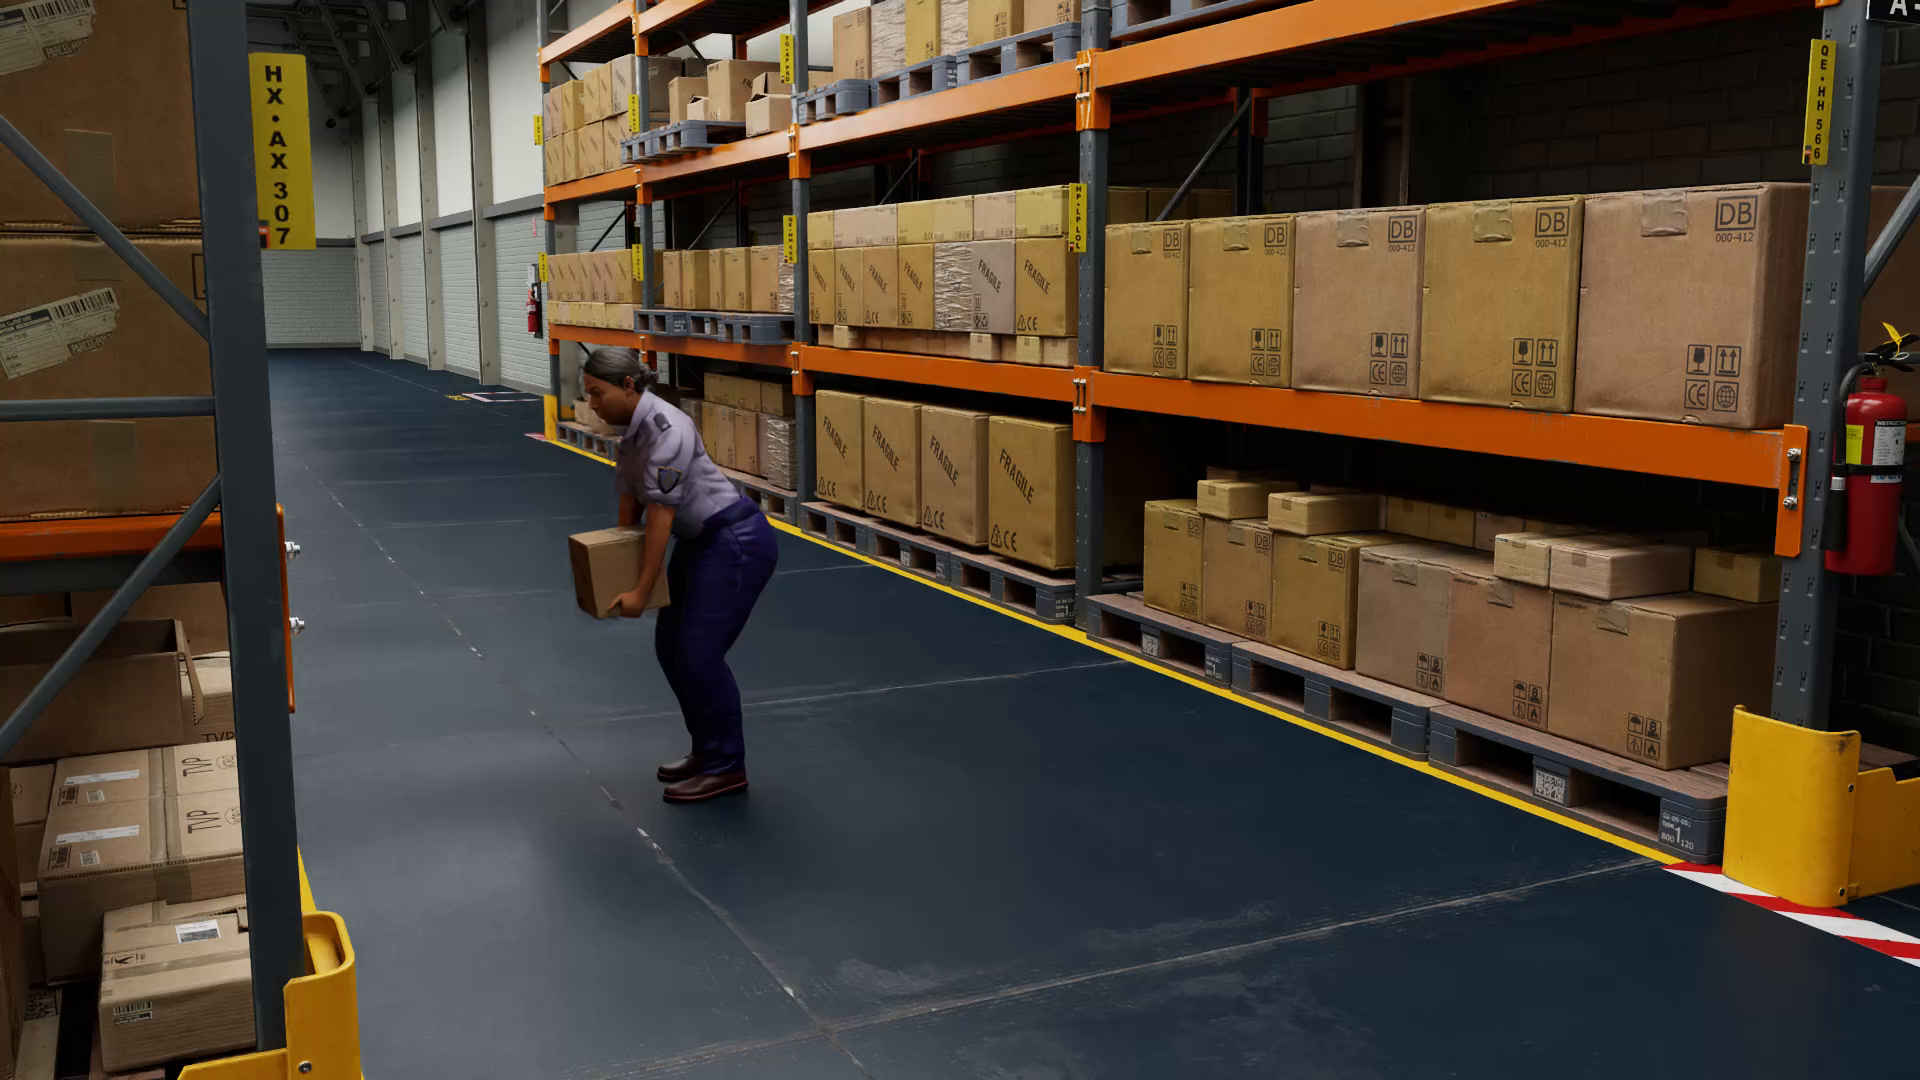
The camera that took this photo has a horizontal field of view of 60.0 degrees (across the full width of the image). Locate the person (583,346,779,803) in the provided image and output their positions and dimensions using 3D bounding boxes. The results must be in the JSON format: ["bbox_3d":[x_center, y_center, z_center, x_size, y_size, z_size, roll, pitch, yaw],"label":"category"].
[{"bbox_3d":[-0.945,0.124,5.639,0.633,1.489,0.446,-4,10,-27],"label":"person"}]
